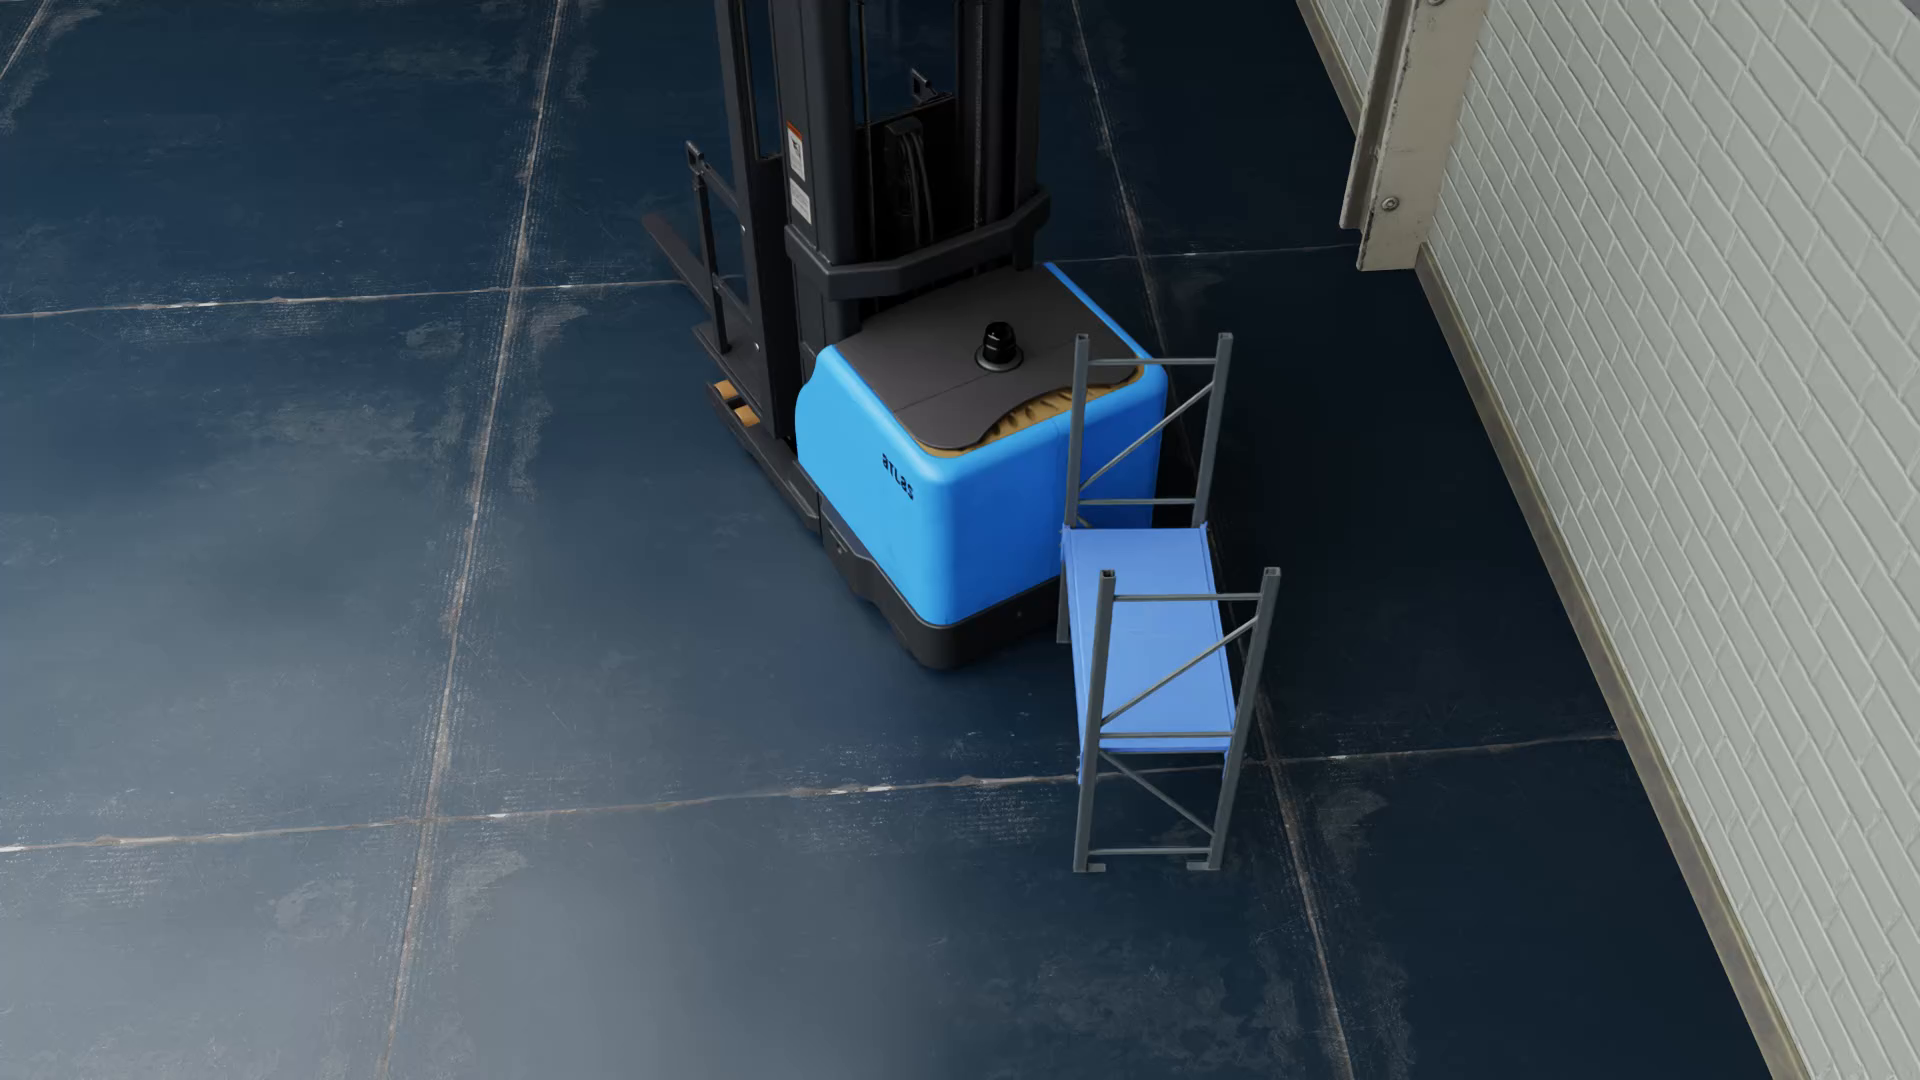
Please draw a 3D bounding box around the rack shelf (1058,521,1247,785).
[{"bbox_3d":[0.629,0.360,5.624,0.538,0.185,1.000,-1,47,-1],"label":"rack shelf"}]

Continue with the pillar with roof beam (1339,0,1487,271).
[{"bbox_3d":[-2.242,-4.275,4.601,9.100,9.000,0.400,-3,47,-3],"label":"pillar with roof beam"}]

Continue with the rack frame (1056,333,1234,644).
[{"bbox_3d":[0.621,-0.132,5.842,0.500,1.500,0.032,-1,47,-1],"label":"rack frame"}]

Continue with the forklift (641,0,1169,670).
[{"bbox_3d":[-0.443,-1.582,6.229,1.130,2.935,3.031,-24,51,-21],"label":"forklift"}]

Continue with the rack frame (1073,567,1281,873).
[{"bbox_3d":[0.638,0.606,5.143,0.500,1.500,0.032,-1,47,-1],"label":"rack frame"}]

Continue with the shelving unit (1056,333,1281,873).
[{"bbox_3d":[0.629,0.237,5.493,0.538,1.500,1.048,-1,47,-1],"label":"shelving unit"}]
